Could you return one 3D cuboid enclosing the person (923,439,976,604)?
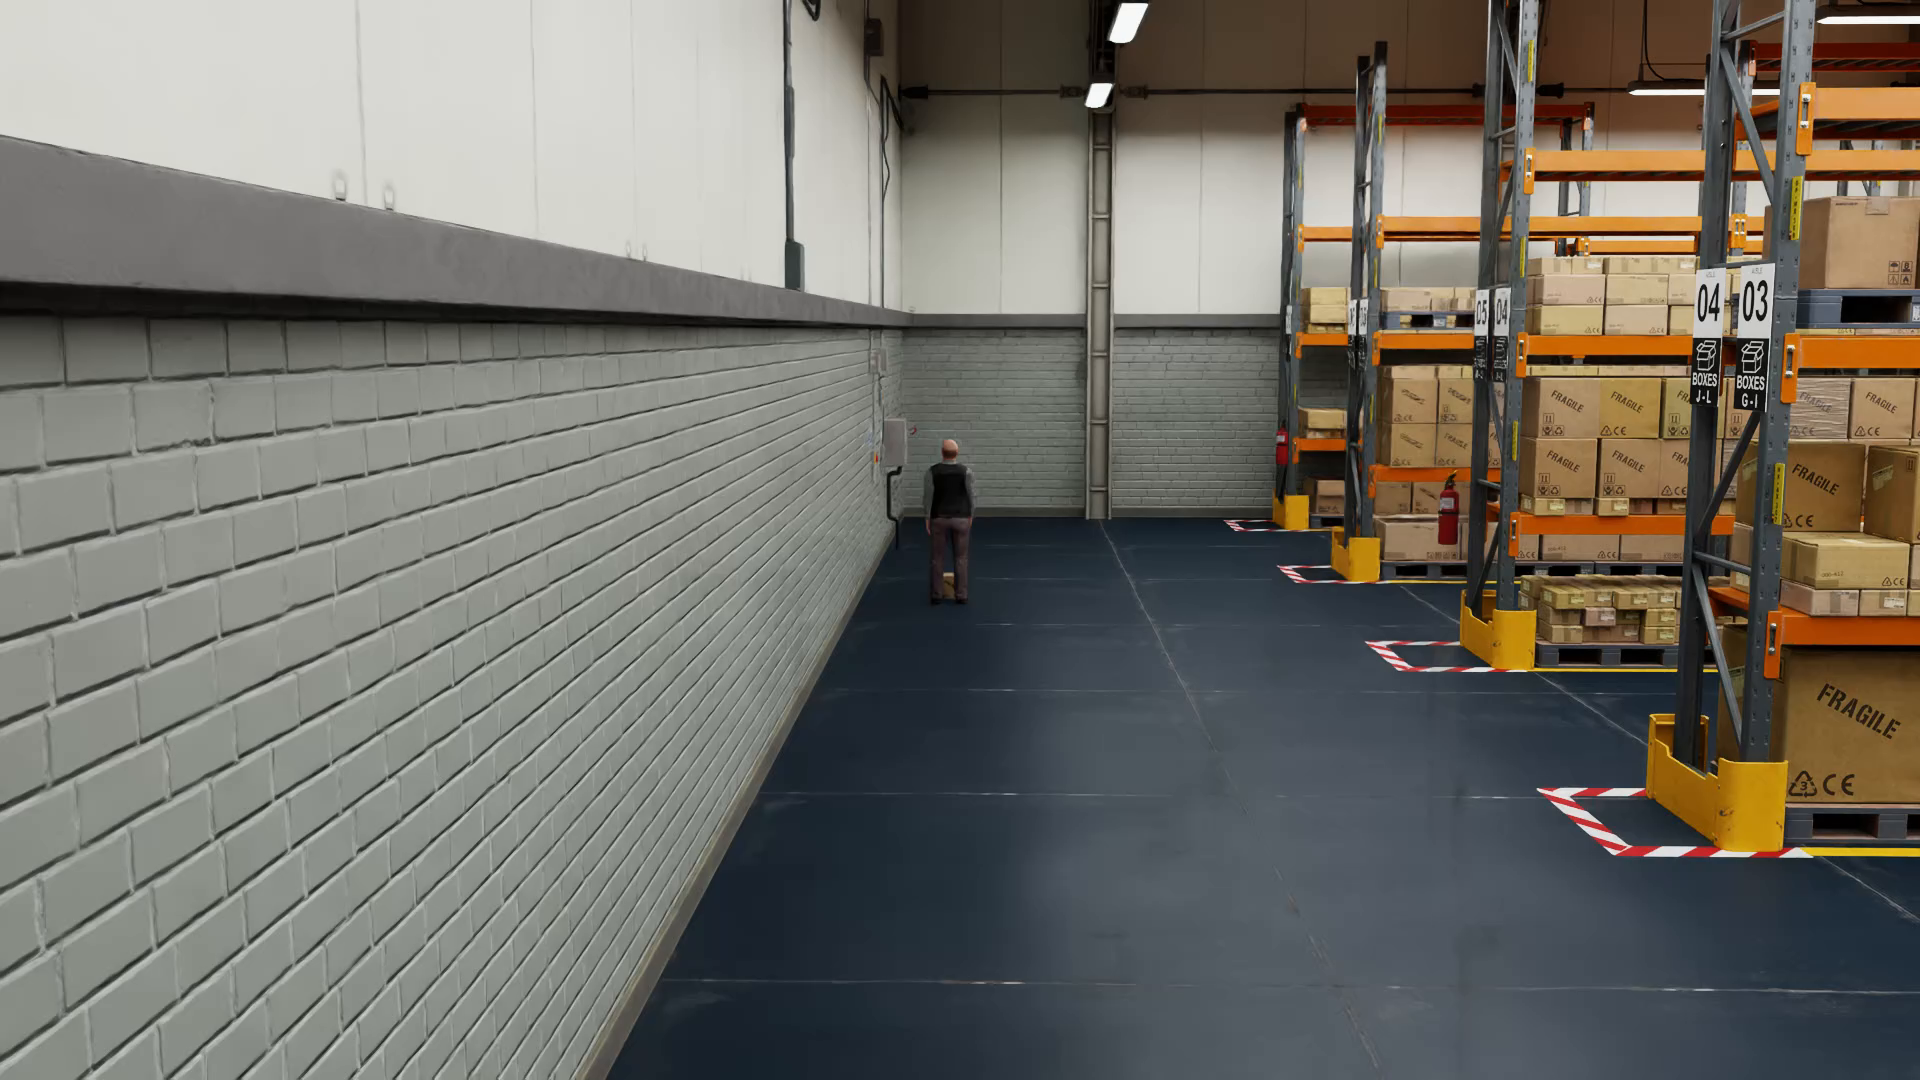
[{"bbox_3d":[-0.109,-0.183,17.331,0.545,1.740,0.430,0,7,2],"label":"person"}]
